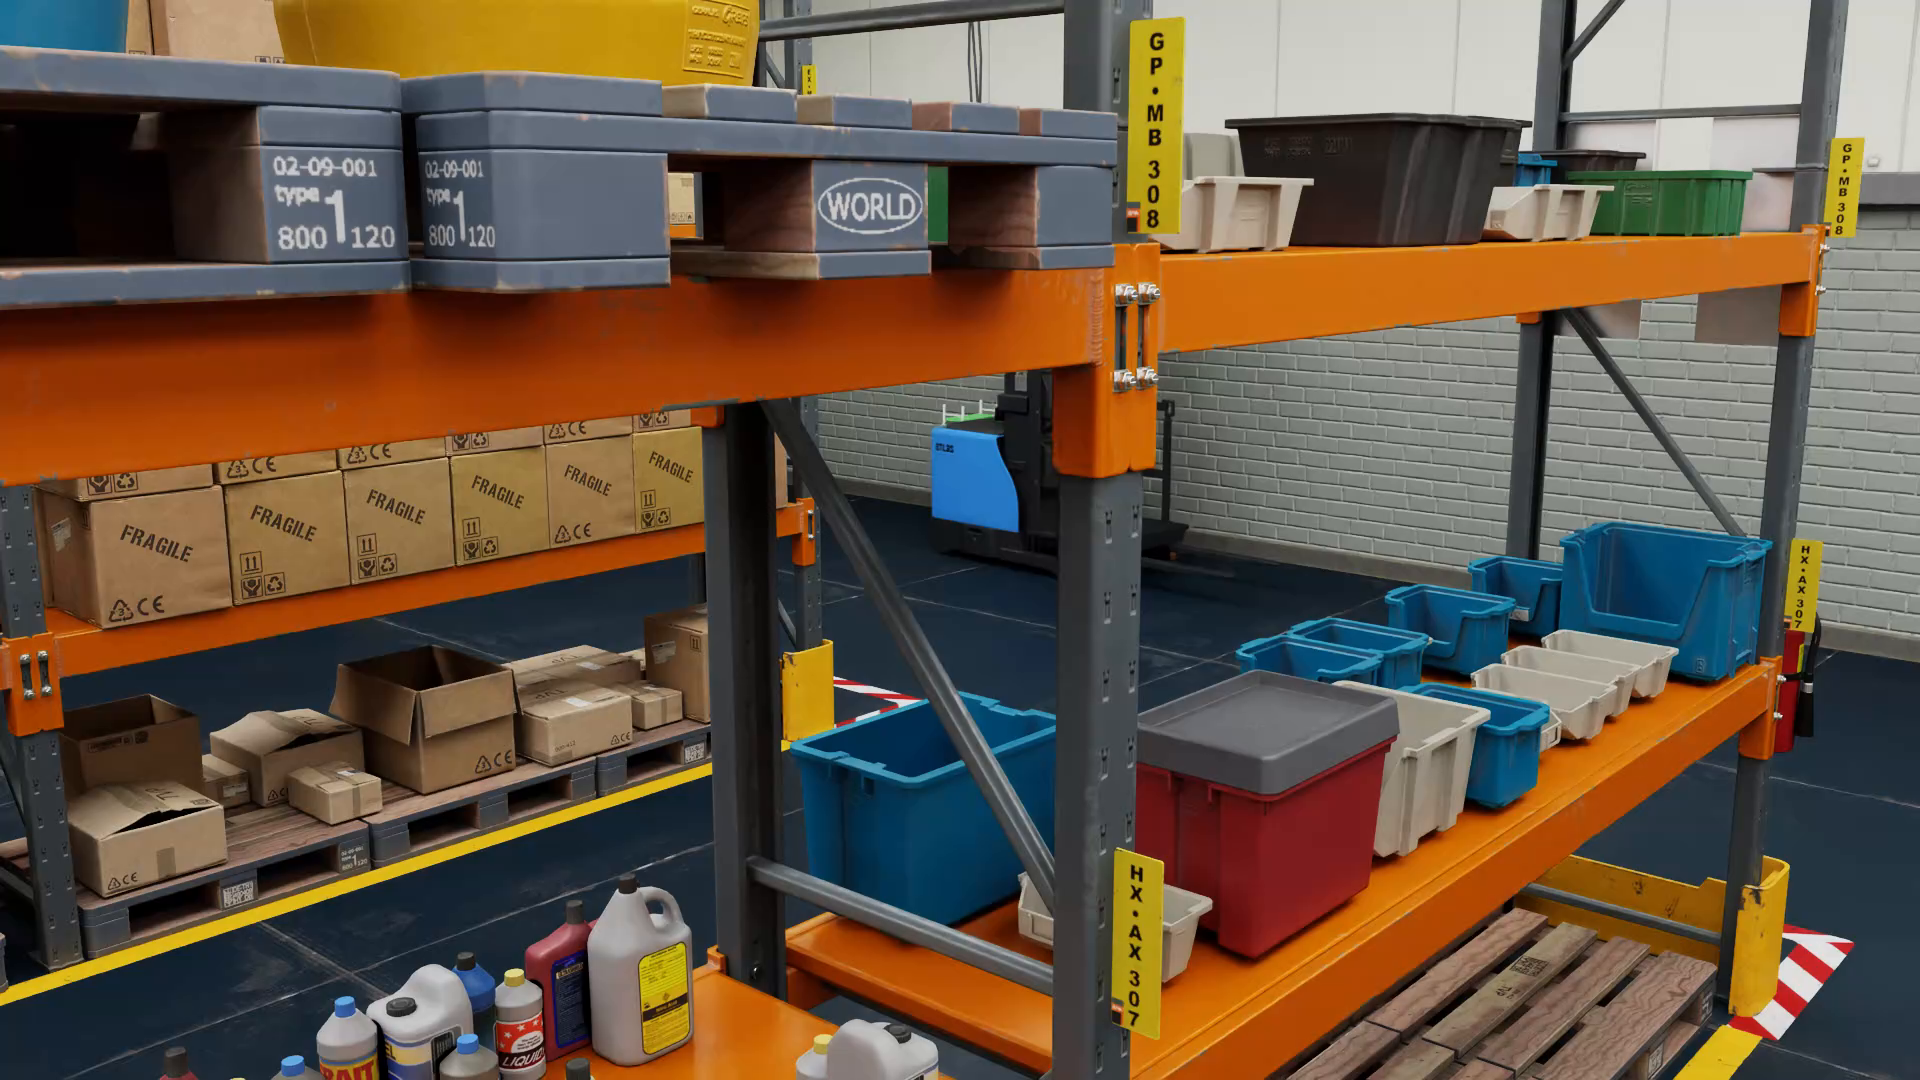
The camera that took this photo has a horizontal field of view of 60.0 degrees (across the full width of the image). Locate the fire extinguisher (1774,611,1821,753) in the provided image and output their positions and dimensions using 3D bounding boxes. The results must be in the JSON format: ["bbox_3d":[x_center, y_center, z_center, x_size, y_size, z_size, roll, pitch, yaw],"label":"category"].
[{"bbox_3d":[2.974,0.429,6.056,0.296,0.674,0.183,10,15,40],"label":"fire extinguisher"}]

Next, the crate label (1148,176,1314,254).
[{"bbox_3d":[0.433,-0.616,3.153,0.293,0.136,0.466,10,15,40],"label":"crate label"}]

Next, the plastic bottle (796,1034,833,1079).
[{"bbox_3d":[-0.230,0.944,2.835,0.097,0.201,0.097,0,11,0],"label":"plastic bottle"}]

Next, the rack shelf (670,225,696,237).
[{"bbox_3d":[-2.505,-1.293,7.707,1.077,0.370,4.000,10,15,40],"label":"rack shelf"}]

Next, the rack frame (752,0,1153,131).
[{"bbox_3d":[-0.107,-2.182,2.660,1.000,3.000,0.127,10,15,40],"label":"rack frame"}]

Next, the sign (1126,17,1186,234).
[{"bbox_3d":[0.305,-0.644,2.596,0.100,0.325,0.005,10,15,40],"label":"sign"}]

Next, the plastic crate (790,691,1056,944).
[{"bbox_3d":[-0.055,0.626,3.808,0.392,0.384,0.575,10,15,40],"label":"plastic crate"}]

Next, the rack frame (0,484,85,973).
[{"bbox_3d":[-3.825,0.119,6.457,1.000,3.000,0.127,10,15,40],"label":"rack frame"}]

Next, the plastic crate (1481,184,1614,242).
[{"bbox_3d":[1.356,-0.834,4.244,0.437,0.136,0.530,10,15,40],"label":"plastic crate"}]

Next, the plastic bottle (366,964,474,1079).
[{"bbox_3d":[-0.940,0.893,2.896,0.152,0.276,0.135,10,15,40],"label":"plastic bottle"}]

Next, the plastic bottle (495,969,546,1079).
[{"bbox_3d":[-0.820,0.895,3.078,0.097,0.201,0.097,0,11,0],"label":"plastic bottle"}]

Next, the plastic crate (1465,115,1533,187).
[{"bbox_3d":[1.318,-1.080,4.959,0.504,0.338,0.767,10,15,40],"label":"plastic crate"}]

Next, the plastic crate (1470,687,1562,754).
[{"bbox_3d":[1.582,0.546,4.841,0.298,0.136,0.250,10,15,40],"label":"plastic crate"}]

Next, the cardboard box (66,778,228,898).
[{"bbox_3d":[-3.386,1.188,6.847,0.500,0.311,0.500,10,15,40],"label":"cardboard box"}]

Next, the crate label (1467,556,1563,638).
[{"bbox_3d":[2.123,0.218,6.236,0.416,0.233,0.303,10,15,40],"label":"crate label"}]

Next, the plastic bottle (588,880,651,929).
[{"bbox_3d":[-0.670,0.816,3.266,0.061,0.283,0.133,10,15,40],"label":"plastic bottle"}]

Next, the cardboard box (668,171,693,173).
[{"bbox_3d":[-1.662,-1.930,8.164,0.500,0.250,0.500,10,15,40],"label":"cardboard box"}]

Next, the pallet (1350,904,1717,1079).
[{"bbox_3d":[1.960,1.655,5.885,1.003,0.211,1.213,10,15,40],"label":"pallet"}]

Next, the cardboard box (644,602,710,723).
[{"bbox_3d":[-1.359,0.652,9.045,0.500,0.500,0.500,10,15,40],"label":"cardboard box"}]

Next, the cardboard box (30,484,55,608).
[{"bbox_3d":[-3.688,-0.037,6.982,0.500,0.500,0.500,10,15,41],"label":"cardboard box"}]

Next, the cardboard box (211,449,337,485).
[{"bbox_3d":[-2.963,-0.529,6.895,0.500,0.500,0.500,9,15,39],"label":"cardboard box"}]

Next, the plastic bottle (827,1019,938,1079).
[{"bbox_3d":[-0.124,0.921,2.761,0.152,0.276,0.135,10,15,40],"label":"plastic bottle"}]

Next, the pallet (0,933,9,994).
[{"bbox_3d":[-4.334,1.611,6.107,1.003,0.211,1.213,10,15,40],"label":"pallet"}]

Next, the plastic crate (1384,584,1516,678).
[{"bbox_3d":[1.689,0.315,5.751,0.416,0.233,0.300,10,15,40],"label":"plastic crate"}]

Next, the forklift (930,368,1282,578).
[{"bbox_3d":[1.147,-1.201,13.242,3.031,2.935,1.130,11,16,43],"label":"forklift"}]

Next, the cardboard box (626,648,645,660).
[{"bbox_3d":[-1.720,0.730,9.554,0.380,0.149,0.250,10,15,40],"label":"cardboard box"}]

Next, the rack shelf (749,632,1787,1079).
[{"bbox_3d":[1.213,0.818,4.792,1.077,0.370,4.000,10,15,40],"label":"rack shelf"}]

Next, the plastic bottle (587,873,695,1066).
[{"bbox_3d":[-0.610,0.800,3.174,0.144,0.351,0.185,10,15,40],"label":"plastic bottle"}]

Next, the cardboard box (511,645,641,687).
[{"bbox_3d":[-2.087,0.780,9.045,0.500,0.250,0.500,10,15,40],"label":"cardboard box"}]

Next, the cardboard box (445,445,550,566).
[{"bbox_3d":[-2.282,-0.194,7.768,0.500,0.500,0.500,9,15,40],"label":"cardboard box"}]

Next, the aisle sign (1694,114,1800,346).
[{"bbox_3d":[2.801,-1.076,5.803,0.394,0.787,0.004,10,15,40],"label":"aisle sign"}]

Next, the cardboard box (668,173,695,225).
[{"bbox_3d":[-1.664,-1.685,8.214,0.500,0.250,0.500,10,15,40],"label":"cardboard box"}]

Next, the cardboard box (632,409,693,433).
[{"bbox_3d":[-1.605,-0.833,8.417,0.500,0.500,0.500,10,15,42],"label":"cardboard box"}]

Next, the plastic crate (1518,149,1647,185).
[{"bbox_3d":[2.070,-1.215,5.810,0.497,0.269,0.590,10,15,40],"label":"plastic crate"}]

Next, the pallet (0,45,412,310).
[{"bbox_3d":[-1.298,-0.323,1.495,1.003,0.211,1.213,10,15,40],"label":"pallet"}]

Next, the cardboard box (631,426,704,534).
[{"bbox_3d":[-1.616,-0.341,8.503,0.500,0.500,0.500,10,15,41],"label":"cardboard box"}]

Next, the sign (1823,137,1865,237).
[{"bbox_3d":[2.957,-1.179,5.567,0.100,0.325,0.005,10,15,40],"label":"sign"}]

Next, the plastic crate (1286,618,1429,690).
[{"bbox_3d":[1.254,0.412,5.266,0.416,0.233,0.300,10,15,40],"label":"plastic crate"}]

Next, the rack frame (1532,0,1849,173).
[{"bbox_3d":[2.533,-2.770,5.607,1.000,3.000,0.127,10,15,40],"label":"rack frame"}]

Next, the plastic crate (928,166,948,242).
[{"bbox_3d":[-0.054,-0.709,3.483,0.450,0.188,0.662,10,15,40],"label":"plastic crate"}]

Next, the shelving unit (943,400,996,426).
[{"bbox_3d":[0.108,-0.613,14.717,0.258,1.200,0.503,10,15,41],"label":"shelving unit"}]

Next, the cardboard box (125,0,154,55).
[{"bbox_3d":[-3.533,-1.968,6.439,0.700,0.500,0.500,10,15,40],"label":"cardboard box"}]

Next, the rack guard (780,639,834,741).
[{"bbox_3d":[-1.235,0.767,9.593,1.175,0.500,0.348,10,15,40],"label":"rack guard"}]

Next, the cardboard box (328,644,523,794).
[{"bbox_3d":[-2.589,0.850,8.046,0.797,0.503,0.637,10,15,40],"label":"cardboard box"}]

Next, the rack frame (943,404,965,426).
[{"bbox_3d":[-0.055,-0.577,14.538,0.240,1.200,0.015,10,15,41],"label":"rack frame"}]

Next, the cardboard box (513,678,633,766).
[{"bbox_3d":[-2.008,0.911,8.390,0.500,0.250,0.500,10,15,40],"label":"cardboard box"}]

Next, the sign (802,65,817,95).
[{"bbox_3d":[-0.781,-2.300,8.649,0.100,0.325,0.005,10,15,40],"label":"sign"}]

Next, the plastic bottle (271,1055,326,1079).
[{"bbox_3d":[-1.102,0.958,2.764,0.097,0.201,0.097,0,11,0],"label":"plastic bottle"}]

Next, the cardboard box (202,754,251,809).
[{"bbox_3d":[-3.460,1.118,7.612,0.380,0.149,0.250,10,15,40],"label":"cardboard box"}]

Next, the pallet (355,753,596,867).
[{"bbox_3d":[-2.566,1.205,8.138,1.003,0.211,1.213,10,15,40],"label":"pallet"}]

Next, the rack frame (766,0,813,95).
[{"bbox_3d":[-1.185,-3.411,8.816,1.000,3.000,0.127,10,15,40],"label":"rack frame"}]

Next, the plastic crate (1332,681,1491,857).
[{"bbox_3d":[1.039,0.588,4.259,0.437,0.282,0.530,10,15,40],"label":"plastic crate"}]

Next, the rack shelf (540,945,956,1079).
[{"bbox_3d":[-1.427,1.407,1.845,1.077,0.370,4.000,10,15,40],"label":"rack shelf"}]

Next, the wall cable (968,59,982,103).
[{"bbox_3d":[-0.906,-3.315,16.259,3.097,2.526,0.112,10,15,40],"label":"wall cable"}]

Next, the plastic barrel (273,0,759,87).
[{"bbox_3d":[-0.557,-0.849,2.091,0.600,0.588,0.600,0,11,0],"label":"plastic barrel"}]

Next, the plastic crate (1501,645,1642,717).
[{"bbox_3d":[1.929,0.455,5.292,0.396,0.136,0.243,10,15,40],"label":"plastic crate"}]

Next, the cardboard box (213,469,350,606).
[{"bbox_3d":[-2.949,-0.046,7.026,0.500,0.500,0.500,10,15,41],"label":"cardboard box"}]

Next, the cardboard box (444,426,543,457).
[{"bbox_3d":[-2.283,-0.681,7.654,0.500,0.500,0.500,10,15,42],"label":"cardboard box"}]
